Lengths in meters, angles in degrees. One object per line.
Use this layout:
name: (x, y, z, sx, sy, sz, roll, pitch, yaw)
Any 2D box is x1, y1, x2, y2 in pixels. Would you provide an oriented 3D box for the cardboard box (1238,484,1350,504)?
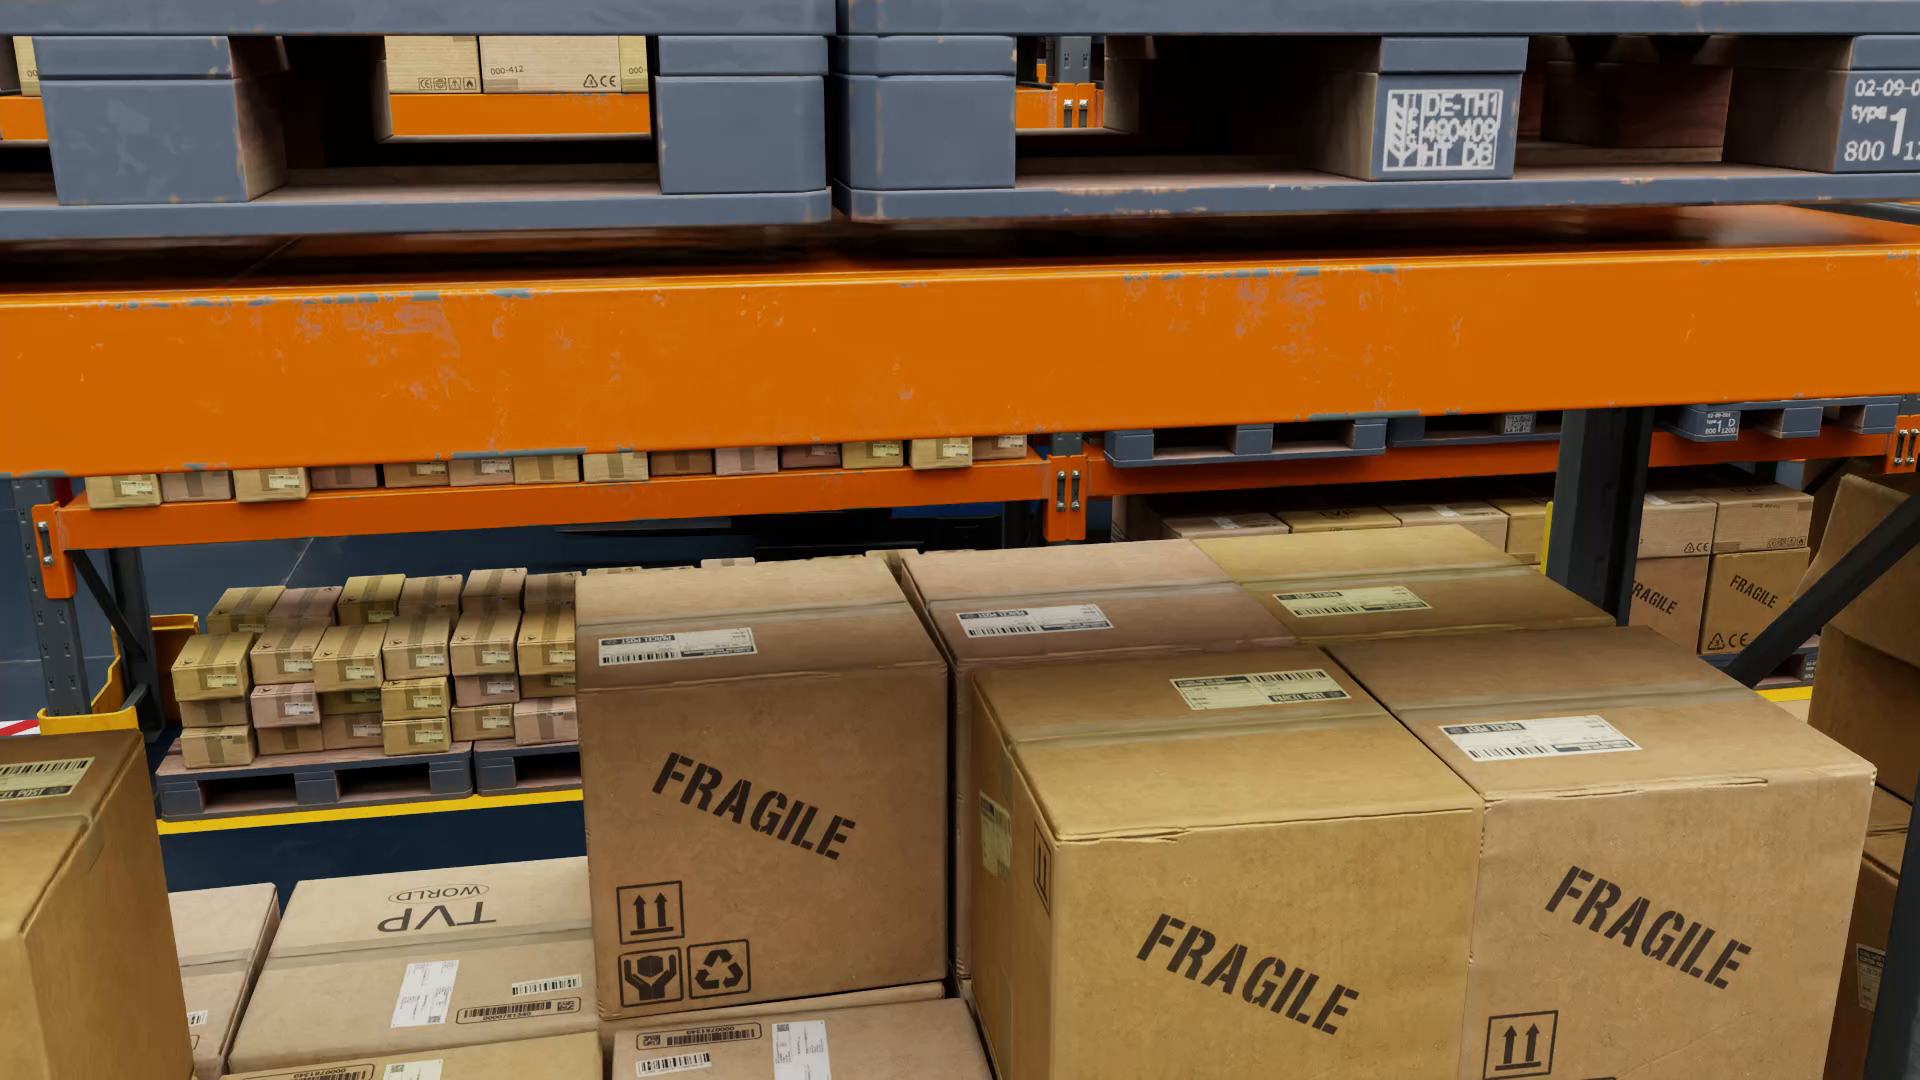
cardboard box: (1.548, -0.168, 8.015, 0.500, 0.250, 0.500, -2, 17, -8)

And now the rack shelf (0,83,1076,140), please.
rack shelf: (-1.607, -1.643, 6.670, 4.000, 0.370, 1.077, -3, 17, -10)

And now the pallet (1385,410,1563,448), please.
pallet: (2.349, -0.674, 7.723, 1.213, 0.211, 1.003, -3, 17, -10)

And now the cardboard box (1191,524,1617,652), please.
cardboard box: (0.680, 0.295, 2.715, 0.500, 0.500, 0.500, -3, 17, -10)

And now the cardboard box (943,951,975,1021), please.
cardboard box: (0.199, 0.677, 2.747, 0.500, 0.250, 0.500, -3, 17, -11)

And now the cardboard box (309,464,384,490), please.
cardboard box: (-2.445, -0.325, 6.689, 0.250, 0.149, 0.380, -2, 17, -8)

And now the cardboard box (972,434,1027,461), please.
cardboard box: (0.121, -0.461, 7.132, 0.250, 0.149, 0.380, -3, 17, -11)

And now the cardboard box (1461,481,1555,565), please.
cardboard box: (2.667, -0.083, 7.738, 0.500, 0.250, 0.500, -3, 17, -9)

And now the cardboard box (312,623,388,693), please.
cardboard box: (-2.472, 0.477, 6.776, 0.250, 0.149, 0.380, -3, 17, -11)

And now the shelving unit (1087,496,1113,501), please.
shelving unit: (1.169, -0.551, 10.191, 1.048, 1.125, 0.538, -1, 17, -5)

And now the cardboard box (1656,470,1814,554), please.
cardboard box: (3.663, -0.138, 7.918, 0.500, 0.250, 0.500, -4, 17, -12)

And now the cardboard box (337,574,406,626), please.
cardboard box: (-2.611, 0.285, 7.403, 0.250, 0.149, 0.380, -4, 17, -12)

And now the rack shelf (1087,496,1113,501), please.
rack shelf: (1.169, -0.318, 10.263, 1.000, 0.278, 0.538, -1, 17, -5)

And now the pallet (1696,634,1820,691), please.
pallet: (3.517, 0.489, 8.361, 1.213, 0.211, 1.003, -3, 17, -10)

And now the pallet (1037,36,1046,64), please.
pallet: (0.210, -3.494, 11.795, 1.217, 0.209, 0.805, -4, 18, -13)

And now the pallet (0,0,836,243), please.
pallet: (-0.802, -0.511, 1.909, 1.213, 0.211, 1.003, -3, 17, -10)

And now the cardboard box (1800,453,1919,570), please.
cardboard box: (4.899, -0.021, 8.387, 0.750, 0.750, 1.050, -3, 17, -11)

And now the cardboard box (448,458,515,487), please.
cardboard box: (-1.927, -0.339, 6.733, 0.250, 0.149, 0.380, -4, 17, -12)

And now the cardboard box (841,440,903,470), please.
cardboard box: (-0.385, -0.418, 6.991, 0.250, 0.149, 0.380, -3, 17, -8)

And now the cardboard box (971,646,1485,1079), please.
cardboard box: (0.306, 0.471, 2.140, 0.500, 0.500, 0.500, -3, 17, -10)

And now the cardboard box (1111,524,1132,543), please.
cardboard box: (1.036, 0.216, 8.043, 0.500, 0.500, 0.500, -4, 17, -11)

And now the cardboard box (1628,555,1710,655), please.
cardboard box: (3.178, 0.247, 7.942, 0.500, 0.500, 0.500, -3, 17, -8)

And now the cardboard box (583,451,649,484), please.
cardboard box: (-1.400, -0.353, 6.781, 0.250, 0.149, 0.380, -3, 17, -9)

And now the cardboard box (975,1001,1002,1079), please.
cardboard box: (0.308, 0.830, 2.249, 0.500, 0.250, 0.500, -3, 17, -9)

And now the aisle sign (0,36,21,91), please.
aisle sign: (-3.699, -1.767, 6.528, 0.004, 0.787, 0.394, -3, 17, -10)

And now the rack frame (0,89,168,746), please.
rack frame: (-3.570, -0.442, 6.642, 0.127, 3.000, 1.000, -3, 17, -10)

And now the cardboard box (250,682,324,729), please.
cardboard box: (-2.727, 0.624, 6.806, 0.250, 0.149, 0.380, -3, 17, -11)

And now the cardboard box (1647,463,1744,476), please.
cardboard box: (3.562, -0.283, 8.390, 0.500, 0.250, 0.500, -4, 18, -13)

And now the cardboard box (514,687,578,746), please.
cardboard box: (-1.746, 0.716, 7.012, 0.250, 0.149, 0.380, -4, 18, -13)

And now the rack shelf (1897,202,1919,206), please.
rack shelf: (3.163, -0.431, 2.721, 4.000, 0.370, 1.077, -3, 17, -10)

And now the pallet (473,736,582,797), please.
pallet: (-1.496, 0.785, 7.397, 1.213, 0.211, 1.003, -3, 17, -10)

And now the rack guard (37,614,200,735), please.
rack guard: (-3.496, 0.749, 7.022, 0.348, 0.500, 1.175, -3, 17, -10)

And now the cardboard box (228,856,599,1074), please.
cardboard box: (-0.795, 0.733, 2.566, 0.500, 0.250, 0.500, -3, 17, -10)

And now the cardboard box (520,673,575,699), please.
cardboard box: (-1.731, 0.532, 7.103, 0.250, 0.149, 0.380, -2, 17, -8)

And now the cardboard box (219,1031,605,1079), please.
cardboard box: (-0.692, 0.886, 2.068, 0.500, 0.250, 0.500, -4, 17, -12)

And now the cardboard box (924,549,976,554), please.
cardboard box: (-0.020, 0.172, 7.769, 0.250, 0.149, 0.380, -3, 17, -8)

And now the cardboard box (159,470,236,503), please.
cardboard box: (-2.948, -0.271, 6.515, 0.250, 0.149, 0.380, -3, 17, -8)

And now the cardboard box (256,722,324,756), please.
cardboard box: (-2.754, 0.745, 6.917, 0.250, 0.149, 0.380, -3, 17, -11)

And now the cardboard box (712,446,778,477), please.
cardboard box: (-0.904, -0.387, 6.890, 0.250, 0.149, 0.380, -4, 18, -13)

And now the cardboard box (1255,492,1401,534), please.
cardboard box: (1.655, -0.024, 7.547, 0.500, 0.250, 0.500, -3, 17, -9)

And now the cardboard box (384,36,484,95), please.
cardboard box: (-2.060, -1.816, 6.262, 0.500, 0.250, 0.500, -4, 17, -12)

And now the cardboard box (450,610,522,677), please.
cardboard box: (-1.970, 0.427, 6.940, 0.250, 0.149, 0.380, -3, 17, -8)

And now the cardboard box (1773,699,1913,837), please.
cardboard box: (1.606, 0.618, 3.020, 0.500, 0.500, 0.500, -3, 17, -10)

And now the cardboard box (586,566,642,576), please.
cardboard box: (-1.560, 0.252, 7.509, 0.250, 0.149, 0.380, -3, 17, -10)

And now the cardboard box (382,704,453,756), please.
cardboard box: (-2.239, 0.747, 6.912, 0.250, 0.149, 0.380, -3, 17, -10)

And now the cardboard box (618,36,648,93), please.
cardboard box: (-1.064, -1.869, 6.434, 0.500, 0.250, 0.500, -3, 17, -11)

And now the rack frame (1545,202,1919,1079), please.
rack frame: (1.199, 0.771, 2.693, 0.127, 3.000, 1.000, -3, 17, -10)

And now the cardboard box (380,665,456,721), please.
cardboard box: (-2.231, 0.602, 6.878, 0.250, 0.149, 0.380, -3, 17, -9)

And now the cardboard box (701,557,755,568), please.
cardboard box: (-1.058, 0.211, 7.644, 0.250, 0.149, 0.380, -3, 17, -9)

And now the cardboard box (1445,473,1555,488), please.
cardboard box: (2.575, -0.231, 8.220, 0.500, 0.250, 0.500, -3, 17, -10)

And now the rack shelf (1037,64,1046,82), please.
rack shelf: (1.283, -3.287, 12.023, 4.000, 0.370, 1.077, -3, 17, -10)

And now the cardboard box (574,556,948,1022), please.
cardboard box: (-0.315, 0.350, 2.534, 0.500, 0.500, 0.500, -4, 17, -12)

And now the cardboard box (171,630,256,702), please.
cardboard box: (-2.991, 0.505, 6.687, 0.250, 0.149, 0.380, -4, 18, -13)

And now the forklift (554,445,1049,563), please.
forklift: (-0.893, -1.374, 9.794, 3.031, 2.935, 1.130, -1, 17, -5)

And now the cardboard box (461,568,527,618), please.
cardboard box: (-2.091, 0.258, 7.491, 0.250, 0.149, 0.380, -3, 17, -8)

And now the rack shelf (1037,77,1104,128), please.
rack shelf: (2.321, -1.866, 7.395, 4.000, 0.370, 1.077, -3, 17, -10)

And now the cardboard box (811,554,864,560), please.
cardboard box: (-0.541, 0.199, 7.682, 0.250, 0.149, 0.380, -3, 17, -11)

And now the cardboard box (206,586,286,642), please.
cardboard box: (-3.098, 0.333, 7.245, 0.250, 0.149, 0.380, -3, 17, -10)
